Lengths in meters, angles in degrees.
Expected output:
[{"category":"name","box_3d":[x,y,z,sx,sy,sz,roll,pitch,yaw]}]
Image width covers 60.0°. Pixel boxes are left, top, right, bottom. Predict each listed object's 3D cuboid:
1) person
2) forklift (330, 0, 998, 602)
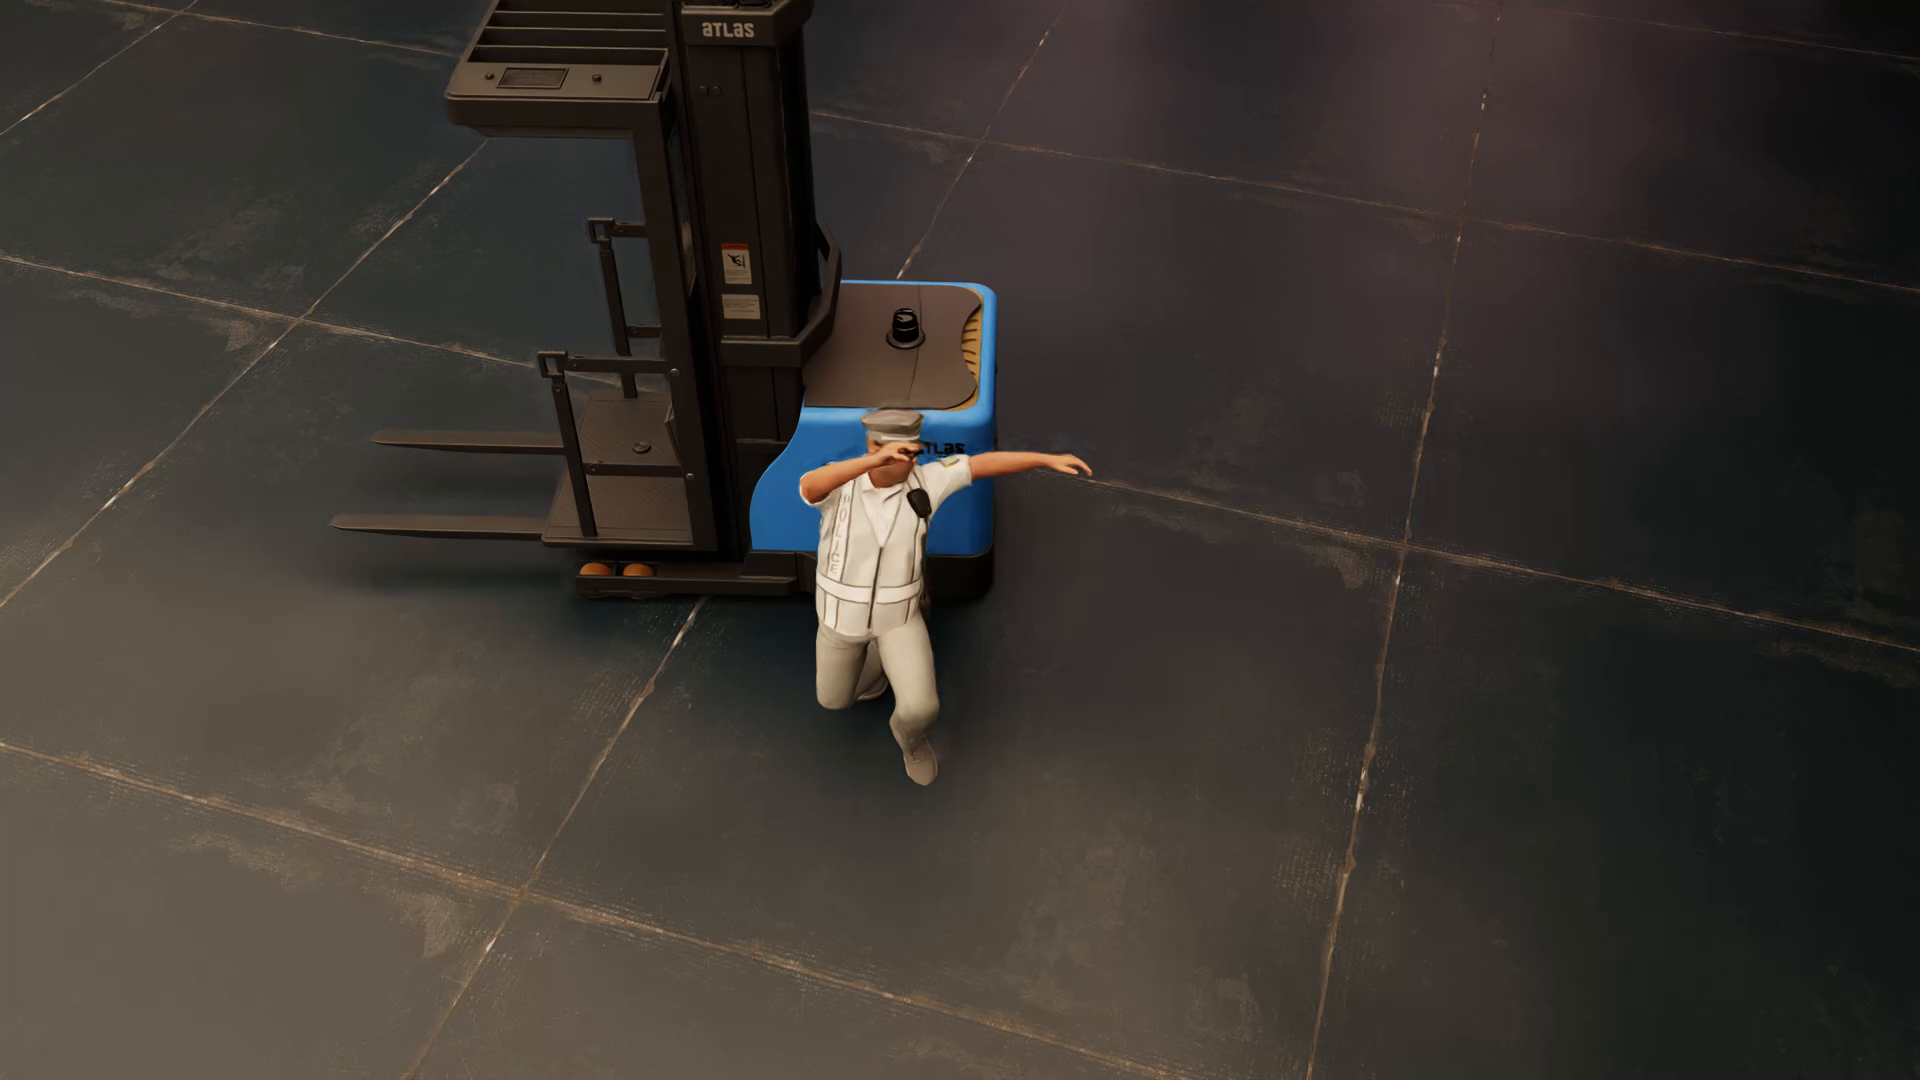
[{"category":"person","box_3d":[-0.041,0.232,6.482,1.107,1.601,0.863,0,43,0]},{"category":"forklift","box_3d":[-1.349,-1.163,6.939,3.031,2.935,1.130,2,43,2]}]
